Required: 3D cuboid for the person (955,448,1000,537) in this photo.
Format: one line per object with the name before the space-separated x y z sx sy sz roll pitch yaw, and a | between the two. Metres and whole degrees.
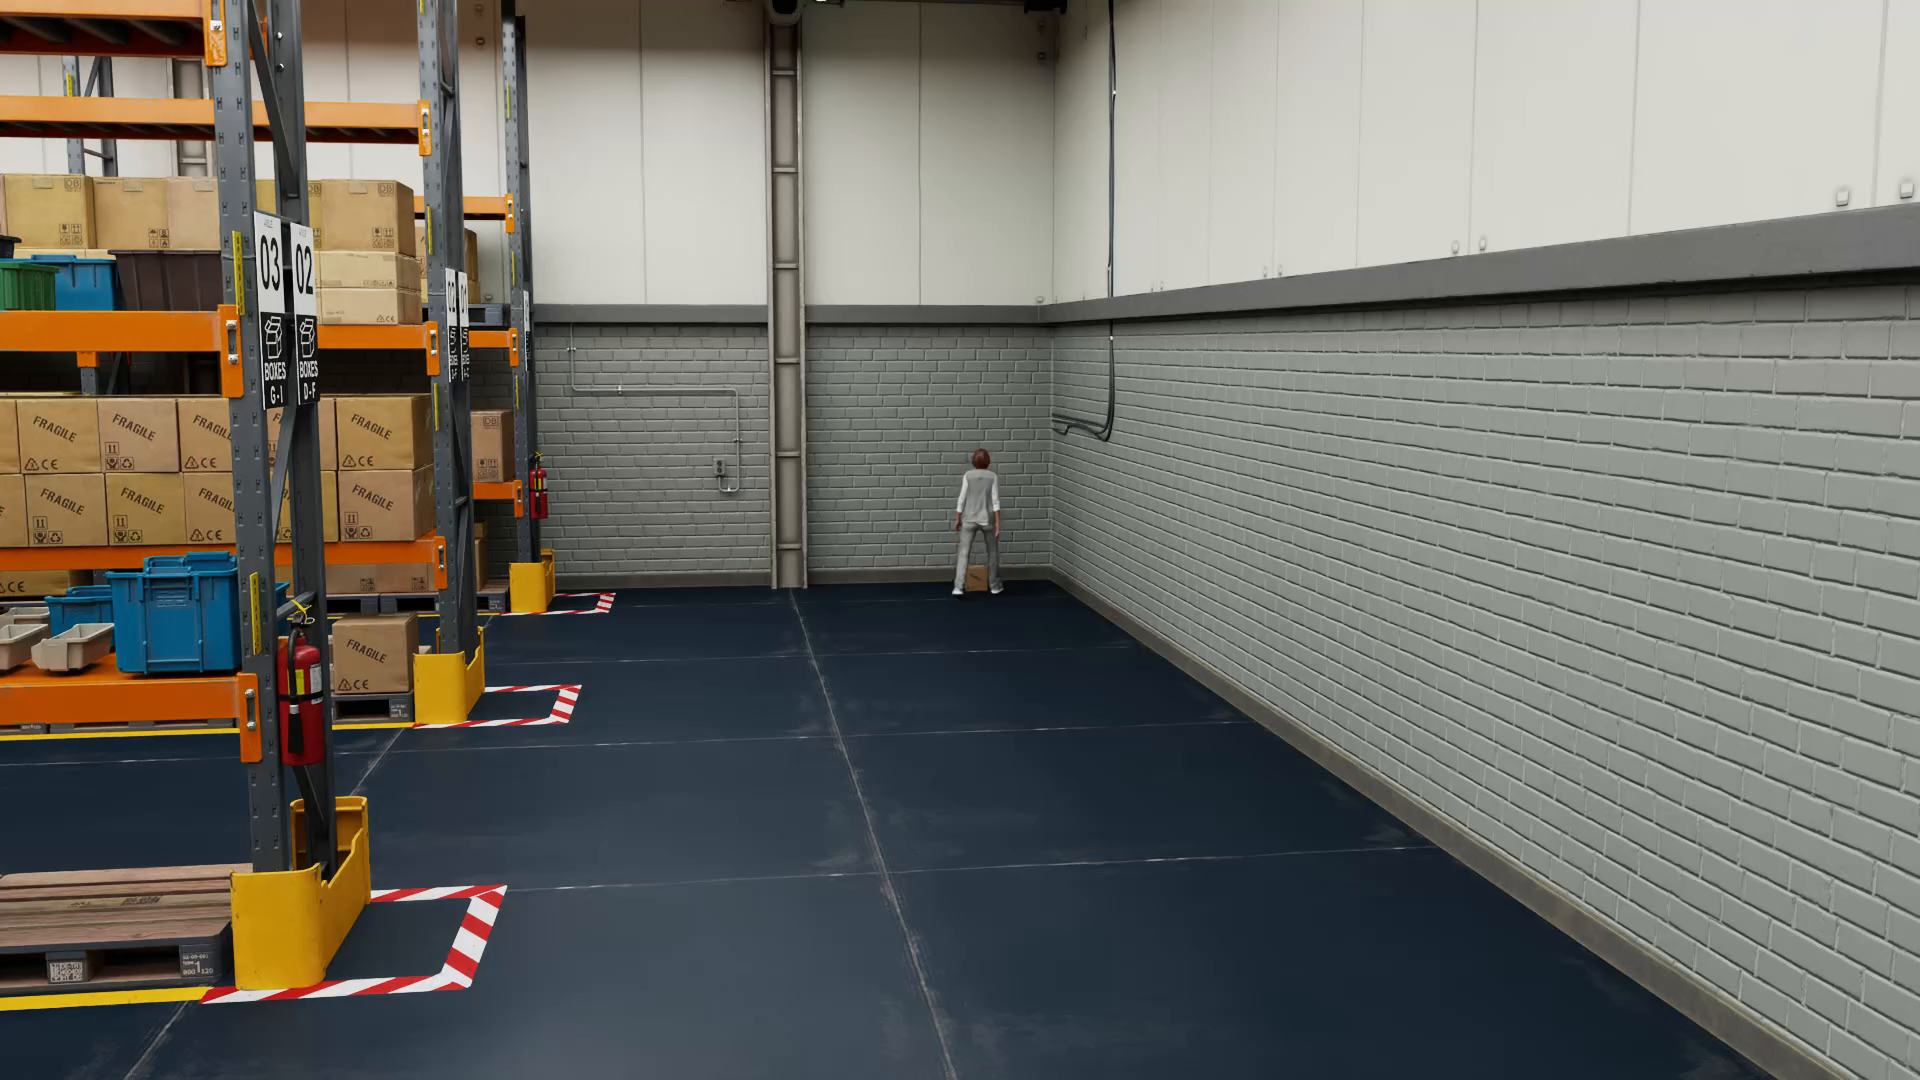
person | 0.186 -0.503 17.615 0.484 0.938 0.281 0 7 2
